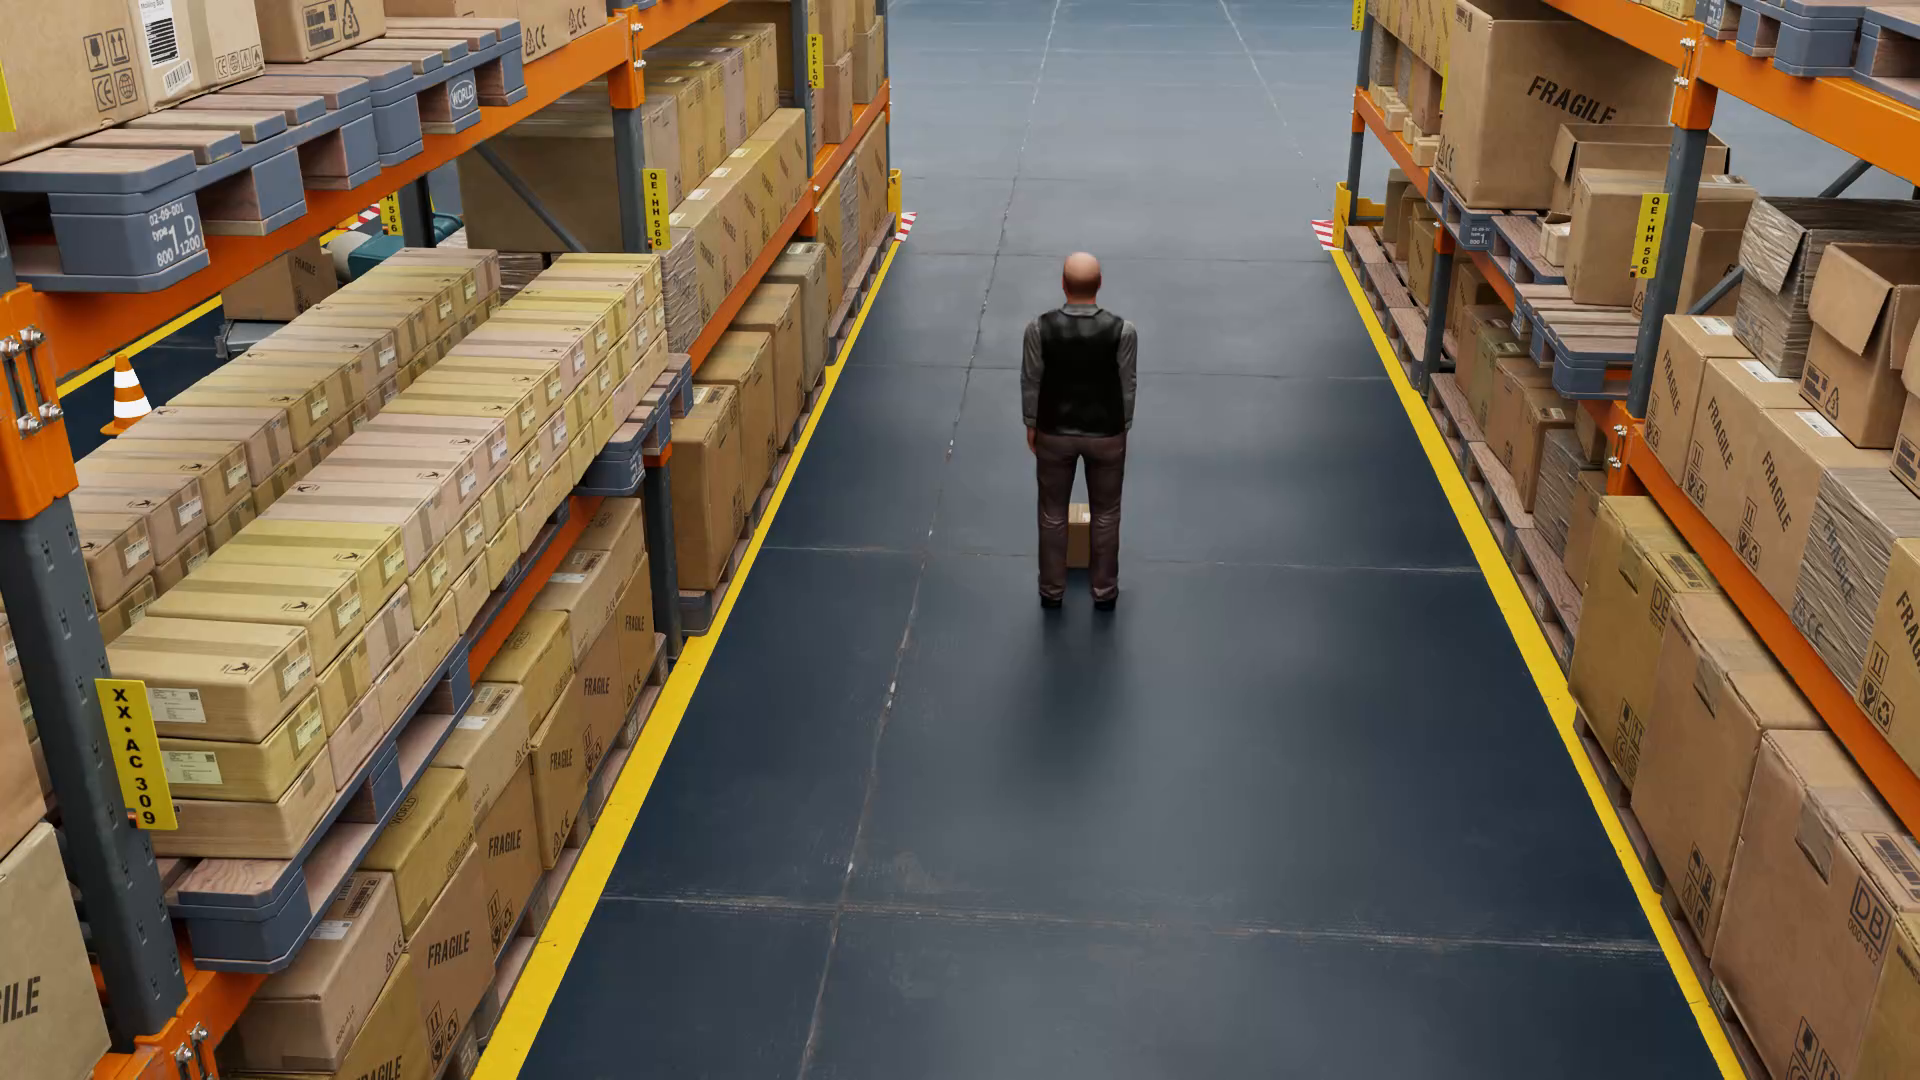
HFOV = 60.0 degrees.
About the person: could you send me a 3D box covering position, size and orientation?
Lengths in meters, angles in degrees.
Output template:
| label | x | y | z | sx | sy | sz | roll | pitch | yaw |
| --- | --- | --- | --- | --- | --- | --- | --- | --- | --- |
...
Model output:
| label | x | y | z | sx | sy | sz | roll | pitch | yaw |
| --- | --- | --- | --- | --- | --- | --- | --- | --- | --- |
| person | 0.542 | -0.491 | 7.731 | 0.533 | 1.714 | 0.358 | 2 | 24 | 5 |
